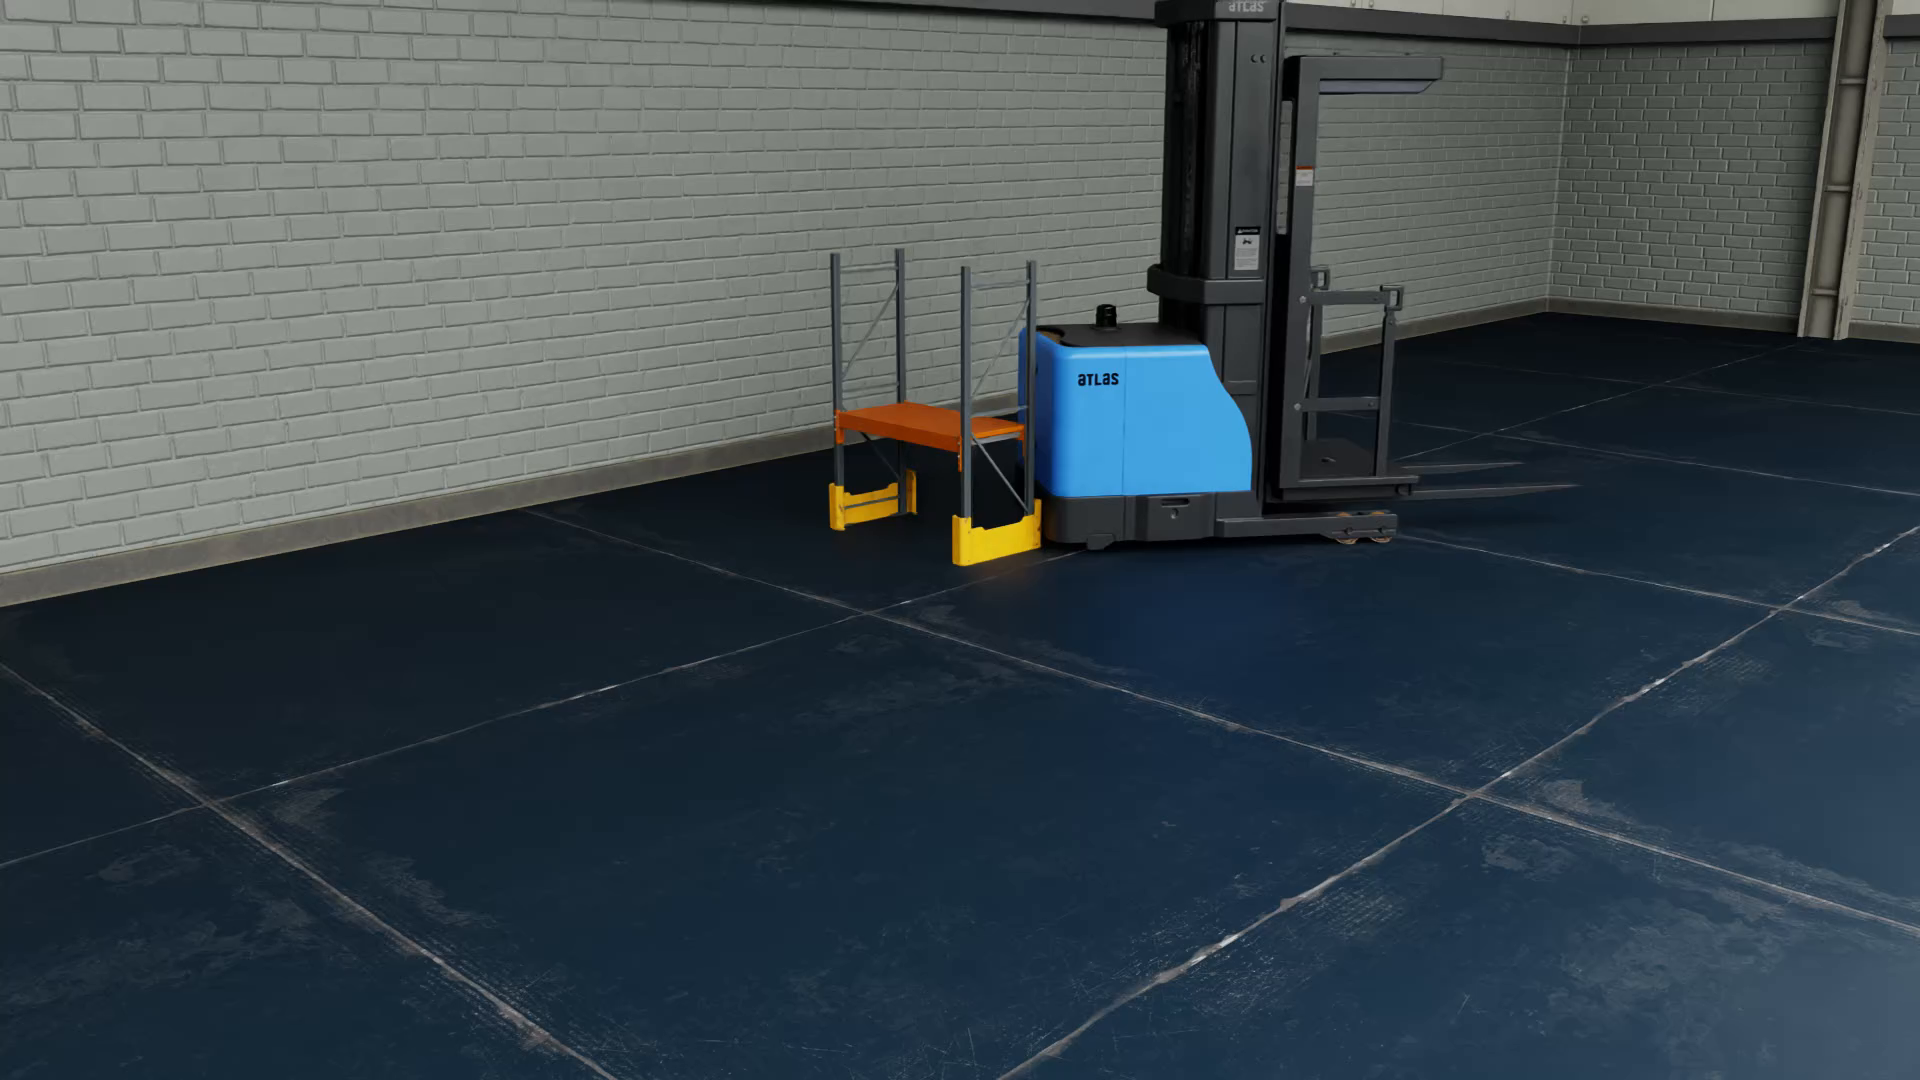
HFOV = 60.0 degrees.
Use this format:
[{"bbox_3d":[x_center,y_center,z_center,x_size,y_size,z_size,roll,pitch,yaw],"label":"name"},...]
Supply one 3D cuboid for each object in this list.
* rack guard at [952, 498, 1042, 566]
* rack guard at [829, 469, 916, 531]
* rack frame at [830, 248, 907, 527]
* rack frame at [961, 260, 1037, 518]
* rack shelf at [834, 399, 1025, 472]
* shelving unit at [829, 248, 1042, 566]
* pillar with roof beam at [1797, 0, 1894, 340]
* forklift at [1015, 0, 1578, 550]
[{"bbox_3d":[0.195,-0.044,8.606,0.587,0.250,0.087,-13,20,-41],"label":"rack guard"},{"bbox_3d":[-0.483,-0.228,9.312,0.587,0.250,0.087,-13,20,-41],"label":"rack guard"},{"bbox_3d":[-0.497,-0.836,9.168,0.500,1.500,0.032,-13,20,-41],"label":"rack frame"},{"bbox_3d":[0.196,-0.649,8.448,0.500,1.500,0.032,-13,20,-41],"label":"rack frame"},{"bbox_3d":[-0.150,-0.569,8.853,0.538,0.185,1.000,-13,20,-41],"label":"rack shelf"},{"bbox_3d":[-0.144,-0.741,8.802,0.587,1.500,1.083,-13,20,-41],"label":"shelving unit"},{"bbox_3d":[5.735,-5.629,12.688,0.400,9.000,9.100,14,20,42],"label":"pillar with roof beam"},{"bbox_3d":[1.878,-1.522,8.962,3.031,2.935,1.130,-3,15,-10],"label":"forklift"}]
